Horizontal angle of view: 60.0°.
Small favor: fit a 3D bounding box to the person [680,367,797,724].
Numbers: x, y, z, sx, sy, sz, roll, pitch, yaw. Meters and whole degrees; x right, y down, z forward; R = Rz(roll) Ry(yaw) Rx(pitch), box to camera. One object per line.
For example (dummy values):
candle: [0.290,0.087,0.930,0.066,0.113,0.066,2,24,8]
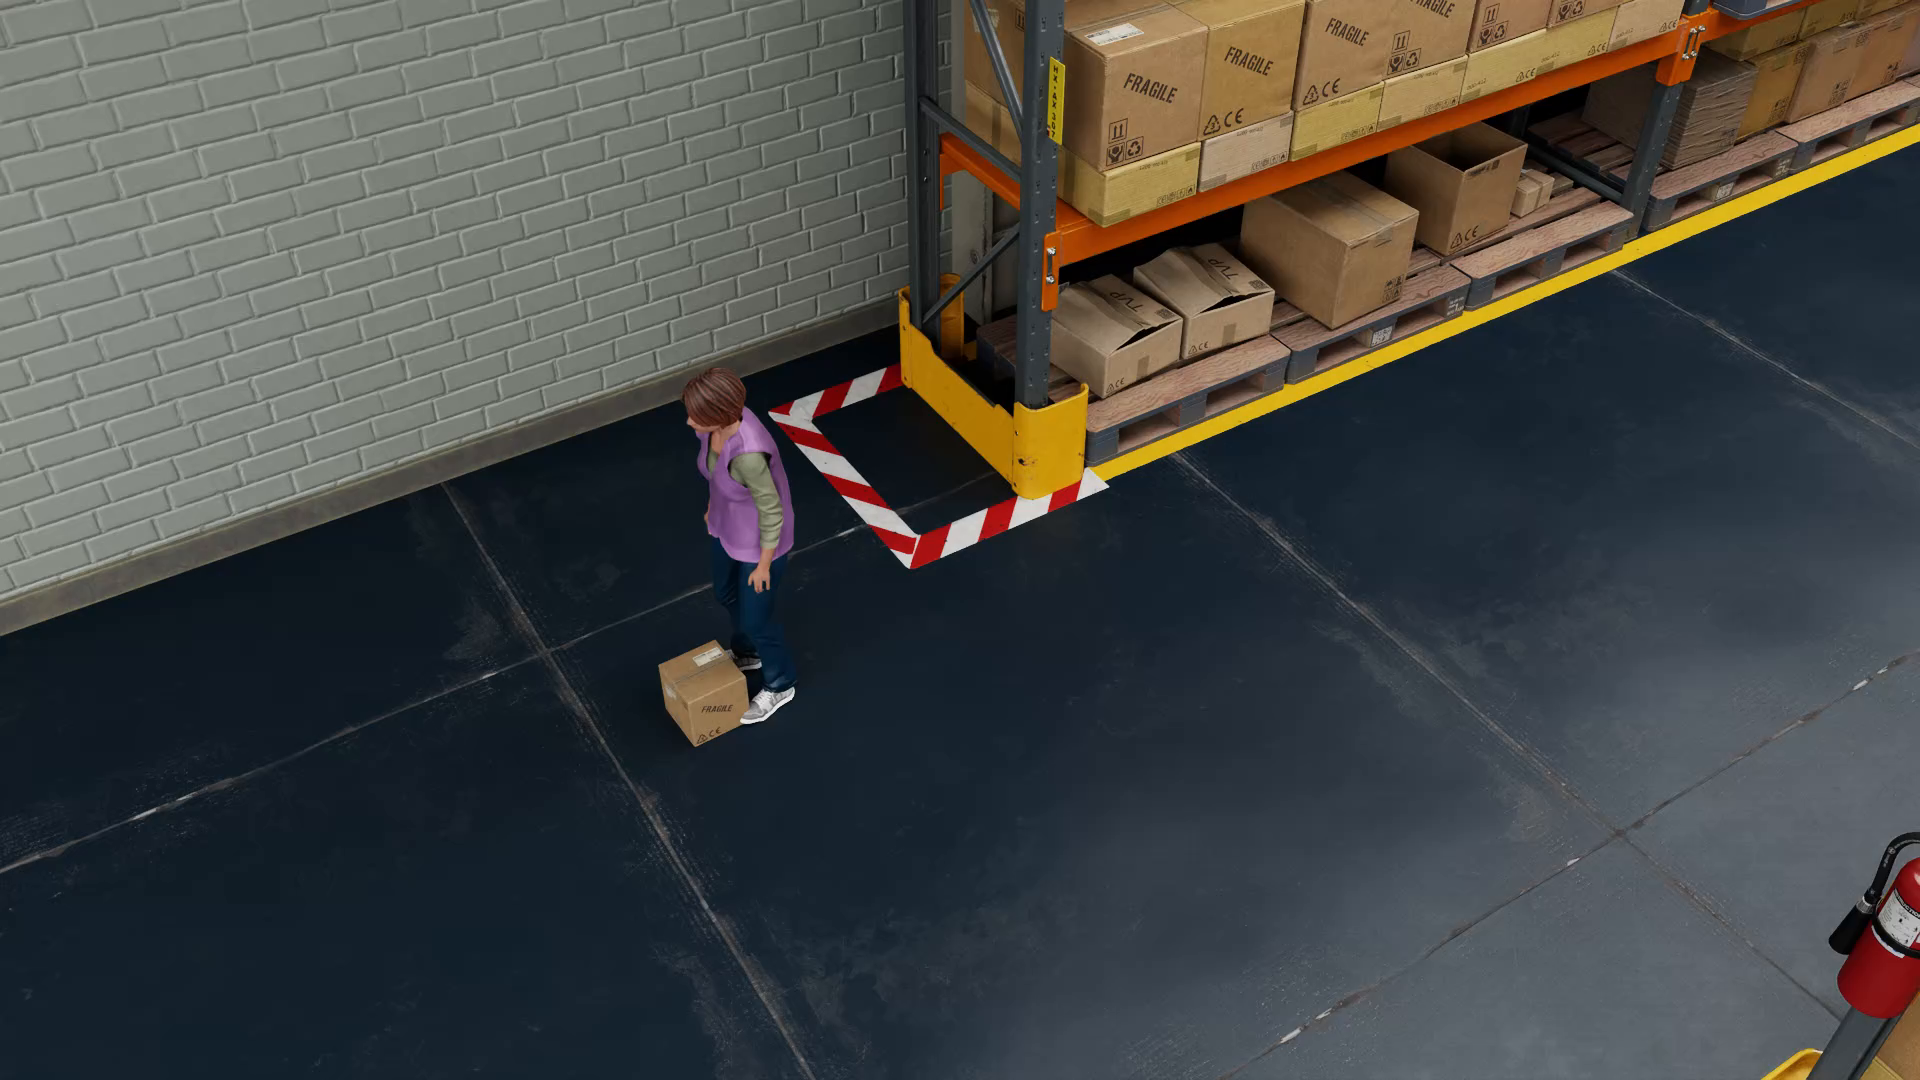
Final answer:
person: [-0.800,0.001,6.165,0.345,1.593,0.460,-24,47,-25]
